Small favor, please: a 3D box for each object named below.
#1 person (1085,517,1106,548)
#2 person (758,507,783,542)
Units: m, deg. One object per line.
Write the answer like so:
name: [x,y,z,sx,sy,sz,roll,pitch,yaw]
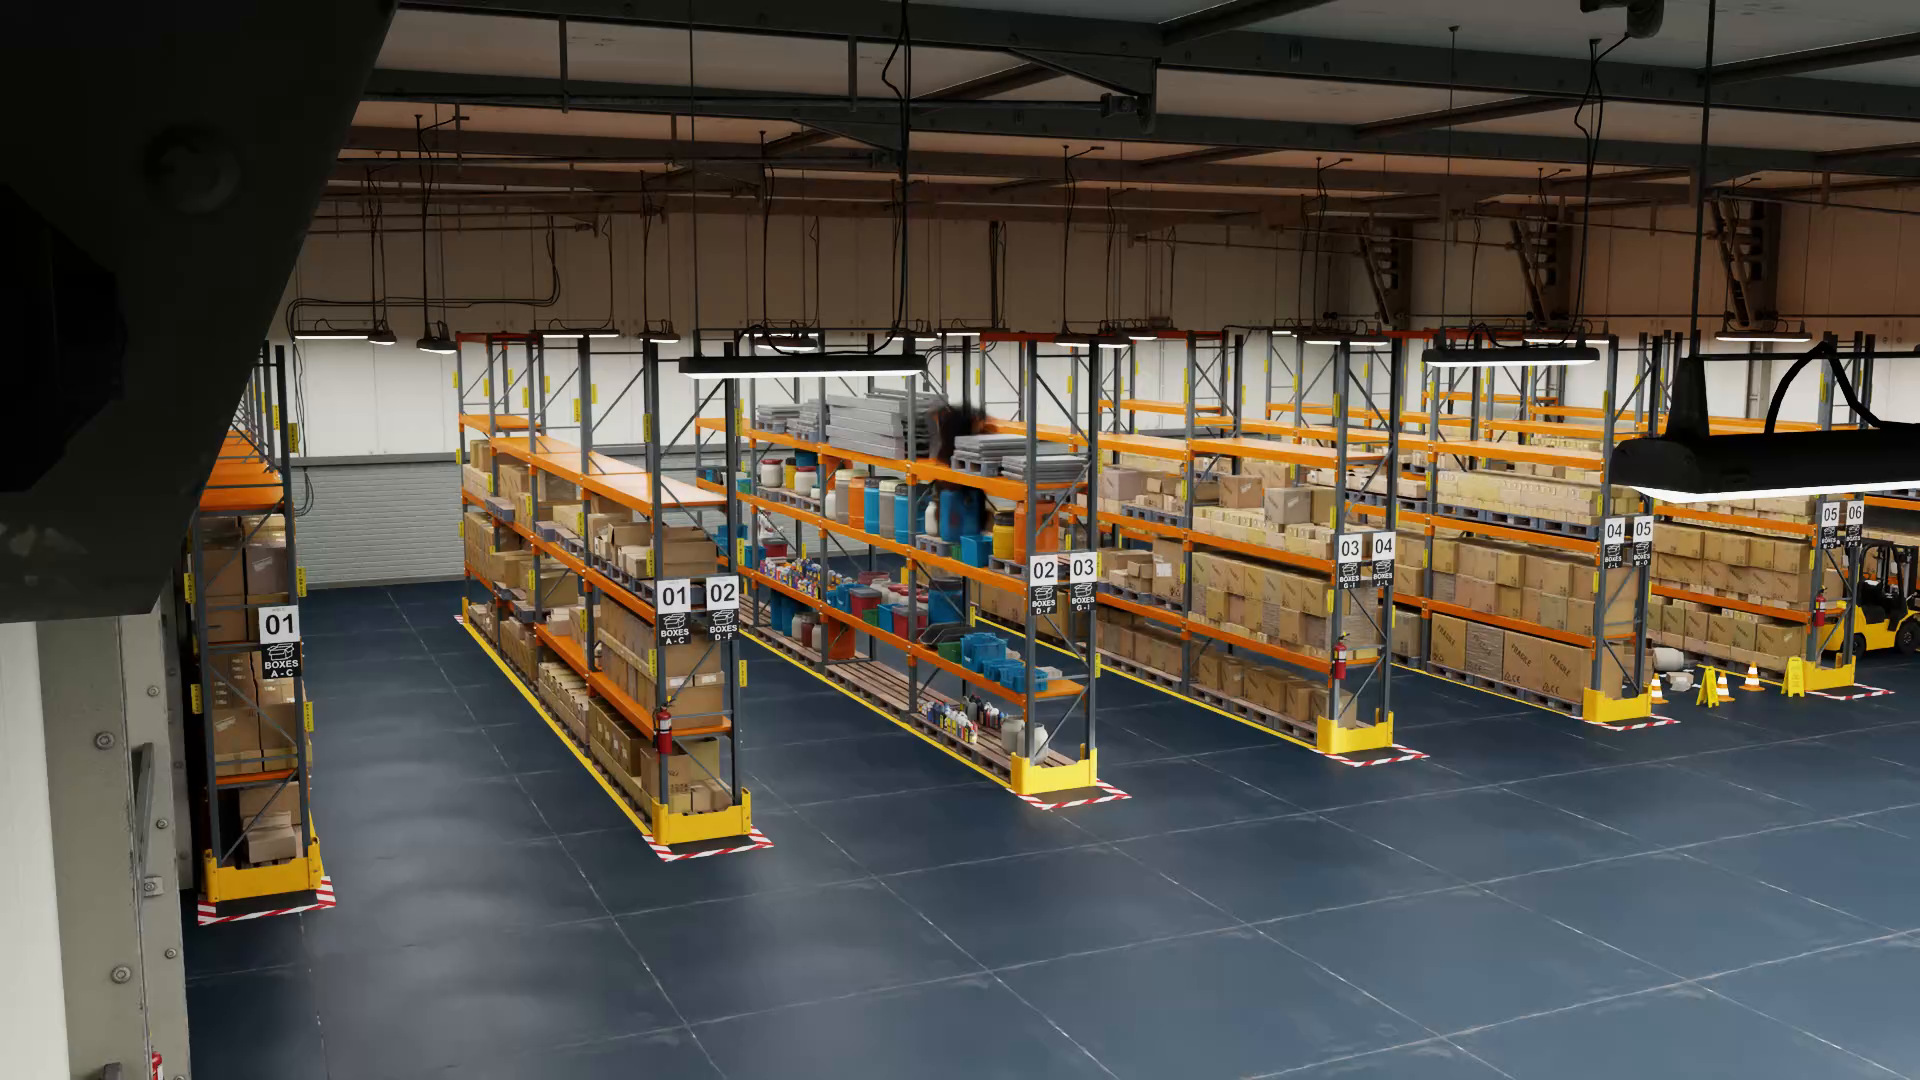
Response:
person: [3.534,-0.340,42.942,0.679,1.845,0.865,3,8,22]
person: [-4.707,0.006,40.412,0.848,1.836,0.674,0,8,-3]
